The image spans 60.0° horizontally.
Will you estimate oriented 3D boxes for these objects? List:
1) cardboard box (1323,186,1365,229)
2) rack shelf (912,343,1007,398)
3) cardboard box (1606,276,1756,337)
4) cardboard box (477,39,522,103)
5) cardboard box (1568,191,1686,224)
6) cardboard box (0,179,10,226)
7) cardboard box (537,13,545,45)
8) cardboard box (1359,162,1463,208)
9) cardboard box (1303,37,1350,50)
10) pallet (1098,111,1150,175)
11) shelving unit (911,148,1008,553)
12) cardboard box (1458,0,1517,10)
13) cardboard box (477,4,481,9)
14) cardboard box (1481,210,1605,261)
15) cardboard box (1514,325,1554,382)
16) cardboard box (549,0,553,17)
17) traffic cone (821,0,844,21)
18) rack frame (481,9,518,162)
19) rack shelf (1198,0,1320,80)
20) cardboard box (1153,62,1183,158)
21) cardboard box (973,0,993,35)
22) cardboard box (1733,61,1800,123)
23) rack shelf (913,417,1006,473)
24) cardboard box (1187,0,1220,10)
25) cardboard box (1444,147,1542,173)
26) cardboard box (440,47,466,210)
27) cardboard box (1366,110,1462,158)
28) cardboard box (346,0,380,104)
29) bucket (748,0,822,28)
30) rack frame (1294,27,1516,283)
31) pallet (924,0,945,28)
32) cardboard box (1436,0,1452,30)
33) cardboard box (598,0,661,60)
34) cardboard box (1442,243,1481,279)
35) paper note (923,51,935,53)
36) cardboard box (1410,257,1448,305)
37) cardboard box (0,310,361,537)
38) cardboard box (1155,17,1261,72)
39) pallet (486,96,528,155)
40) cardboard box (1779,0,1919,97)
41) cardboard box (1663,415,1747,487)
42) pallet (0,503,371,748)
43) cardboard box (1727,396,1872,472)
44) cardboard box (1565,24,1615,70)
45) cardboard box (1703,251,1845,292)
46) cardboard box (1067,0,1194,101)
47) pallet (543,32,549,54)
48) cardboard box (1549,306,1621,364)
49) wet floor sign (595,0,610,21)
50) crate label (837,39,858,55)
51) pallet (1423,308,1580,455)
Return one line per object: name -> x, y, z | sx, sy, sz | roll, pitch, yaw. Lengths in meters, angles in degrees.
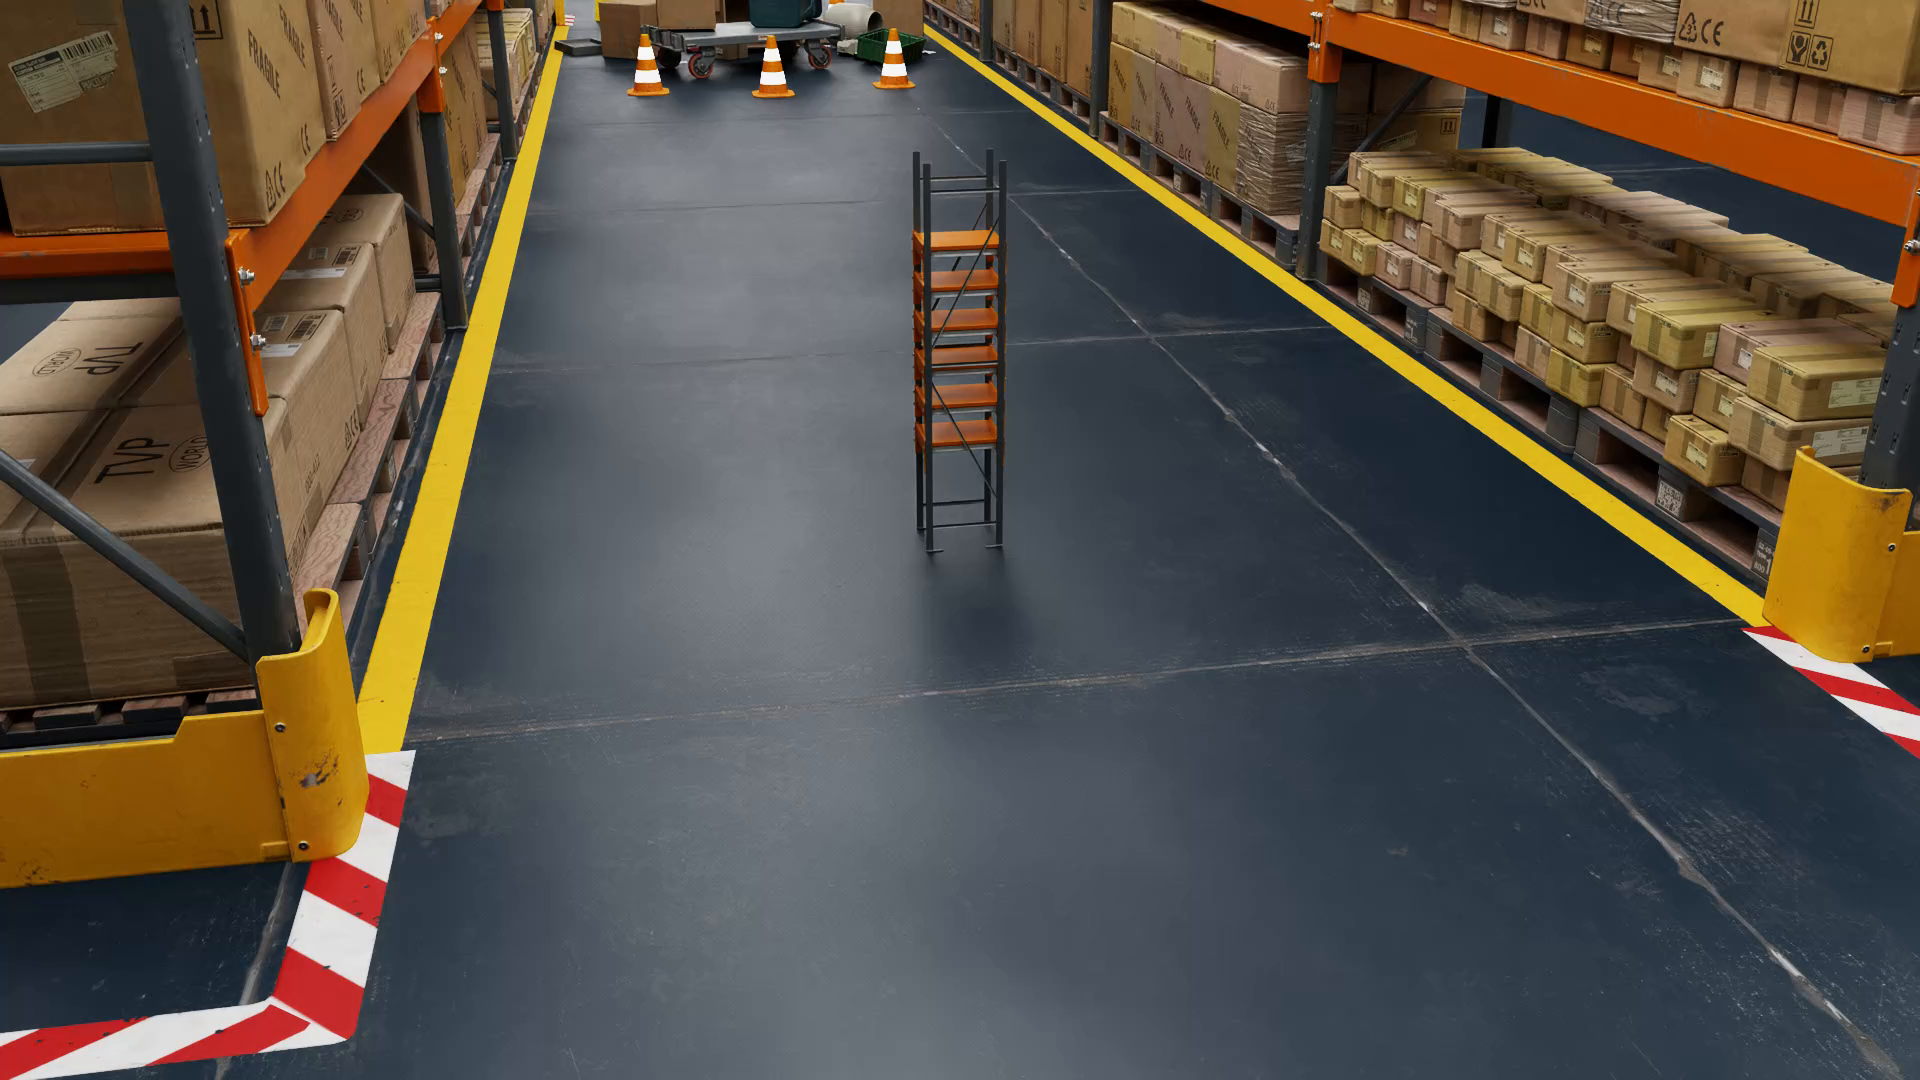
cardboard box -> 1.912, -1.547, 7.710 | 0.380, 0.149, 0.250 | -3, 24, -7
rack shelf -> -0.003, -0.515, 5.041 | 0.258, 0.103, 0.180 | -4, 24, -10
cardboard box -> 2.404, -0.768, 5.555 | 0.380, 0.149, 0.250 | -5, 24, -12
cardboard box -> -3.665, -3.359, 11.952 | 0.950, 0.372, 0.625 | -5, 24, -11
cardboard box -> 2.733, -1.327, 6.834 | 0.380, 0.149, 0.250 | -5, 24, -12
cardboard box -> -2.296, -0.928, 3.501 | 0.500, 0.500, 0.500 | -4, 24, -9
cardboard box -> -4.009, -4.616, 14.983 | 0.500, 0.250, 0.500 | -5, 24, -12
cardboard box -> 2.013, -1.586, 7.428 | 0.380, 0.149, 0.250 | -3, 24, -7
cardboard box -> 2.182, -2.601, 9.120 | 0.500, 0.250, 0.500 | -4, 24, -8
pallet -> 1.563, -2.679, 11.121 | 1.003, 0.211, 1.213 | -4, 24, -10
shelving unit -> -0.003, -0.556, 5.023 | 0.258, 1.200, 0.189 | -4, 24, -10
cardboard box -> 2.160, -2.265, 6.192 | 0.500, 0.500, 0.500 | -5, 24, -11
cardboard box -> -4.539, -4.921, 14.743 | 0.500, 0.500, 0.500 | -5, 24, -10
cardboard box -> 2.277, -1.182, 6.503 | 0.380, 0.149, 0.250 | -5, 24, -12
cardboard box -> 2.288, -0.700, 6.143 | 0.380, 0.149, 0.250 | -4, 24, -9
cardboard box -> -4.403, -5.435, 16.858 | 0.500, 0.250, 0.500 | -4, 24, -10
traffic cone -> -1.356, -5.935, 18.260 | 0.336, 0.463, 0.334 | -4, 24, -10
rack frame -> -3.426, -3.858, 10.337 | 1.000, 3.000, 0.127 | -4, 24, -10
rack shelf -> 1.790, -3.148, 9.609 | 1.077, 0.370, 4.000 | -4, 24, -10
cardboard box -> 1.496, -2.615, 10.089 | 0.500, 0.500, 0.500 | -5, 24, -11
cardboard box -> 0.633, -5.309, 15.788 | 0.875, 0.875, 0.875 | -4, 24, -9
cardboard box -> 2.491, -1.308, 4.811 | 0.380, 0.149, 0.250 | -5, 24, -10
rack shelf -> -0.003, -0.295, 5.137 | 0.258, 0.103, 0.180 | -4, 24, -10
cardboard box -> 1.804, -3.406, 10.961 | 0.500, 0.250, 0.500 | -5, 24, -11
cardboard box -> 2.481, -1.729, 7.755 | 0.380, 0.149, 0.250 | -4, 24, -8
cardboard box -> -3.054, -2.097, 8.433 | 0.875, 0.875, 0.875 | -4, 24, -8
cardboard box -> 2.284, -2.048, 8.791 | 0.500, 0.500, 0.500 | -3, 24, -8
cardboard box -> -2.059, -1.562, 4.953 | 0.500, 0.500, 0.500 | -4, 24, -8
bucket -> -1.610, -4.917, 14.952 | 0.726, 0.611, 0.620 | 4, 34, 9
rack frame -> 2.160, -2.691, 7.664 | 1.000, 3.000, 0.127 | -4, 24, -10
pallet -> 0.166, -5.825, 18.323 | 1.003, 0.211, 1.213 | -4, 24, -10
cardboard box -> 2.157, -2.136, 6.707 | 0.380, 0.149, 0.250 | -5, 24, -12
cardboard box -> -3.026, -4.810, 15.635 | 0.500, 0.500, 0.500 | 13, 27, 27
cardboard box -> 2.203, -1.145, 6.789 | 0.380, 0.149, 0.250 | -3, 24, -7
paper note -> -0.334, -4.675, 15.915 | 0.142, 0.020, 0.147 | 18, 29, 36
cardboard box -> 2.154, -1.115, 7.093 | 0.380, 0.149, 0.250 | -5, 24, -11
cardboard box -> -2.344, -0.342, 4.961 | 0.875, 0.438, 0.875 | -4, 24, -8
cardboard box -> 1.483, -2.971, 9.966 | 0.500, 0.250, 0.500 | -4, 24, -9
pallet -> -3.569, -2.888, 11.599 | 1.003, 0.211, 1.213 | -4, 24, -10
cardboard box -> 2.564, -1.458, 4.343 | 0.500, 0.500, 0.500 | -4, 24, -9
cardboard box -> 2.450, -0.289, 5.201 | 0.380, 0.149, 0.250 | -4, 24, -8
pallet -> -2.171, 0.257, 4.397 | 1.003, 0.211, 1.213 | -4, 24, -10
cardboard box -> 2.521, -0.327, 4.916 | 0.380, 0.149, 0.250 | -5, 24, -11
cardboard box -> 2.345, -1.726, 5.769 | 0.380, 0.149, 0.250 | -4, 24, -9
cardboard box -> 2.877, -0.917, 5.896 | 0.380, 0.149, 0.250 | -3, 24, -8
cardboard box -> 1.396, -3.672, 12.196 | 1.050, 0.750, 0.750 | -5, 24, -10
pallet -> -4.553, -4.896, 16.197 | 1.003, 0.211, 1.213 | -4, 24, -10
cardboard box -> 2.315, -0.734, 5.848 | 0.380, 0.149, 0.250 | -4, 24, -9
wet floor sign -> -3.889, -6.080, 18.365 | 0.267, 0.644, 0.232 | 4, 24, 9
crate label -> -1.018, -4.670, 15.773 | 0.250, 0.136, 0.298 | 18, 29, 36
pallet -> 2.548, -0.671, 6.522 | 1.003, 0.211, 1.213 | -4, 24, -10
